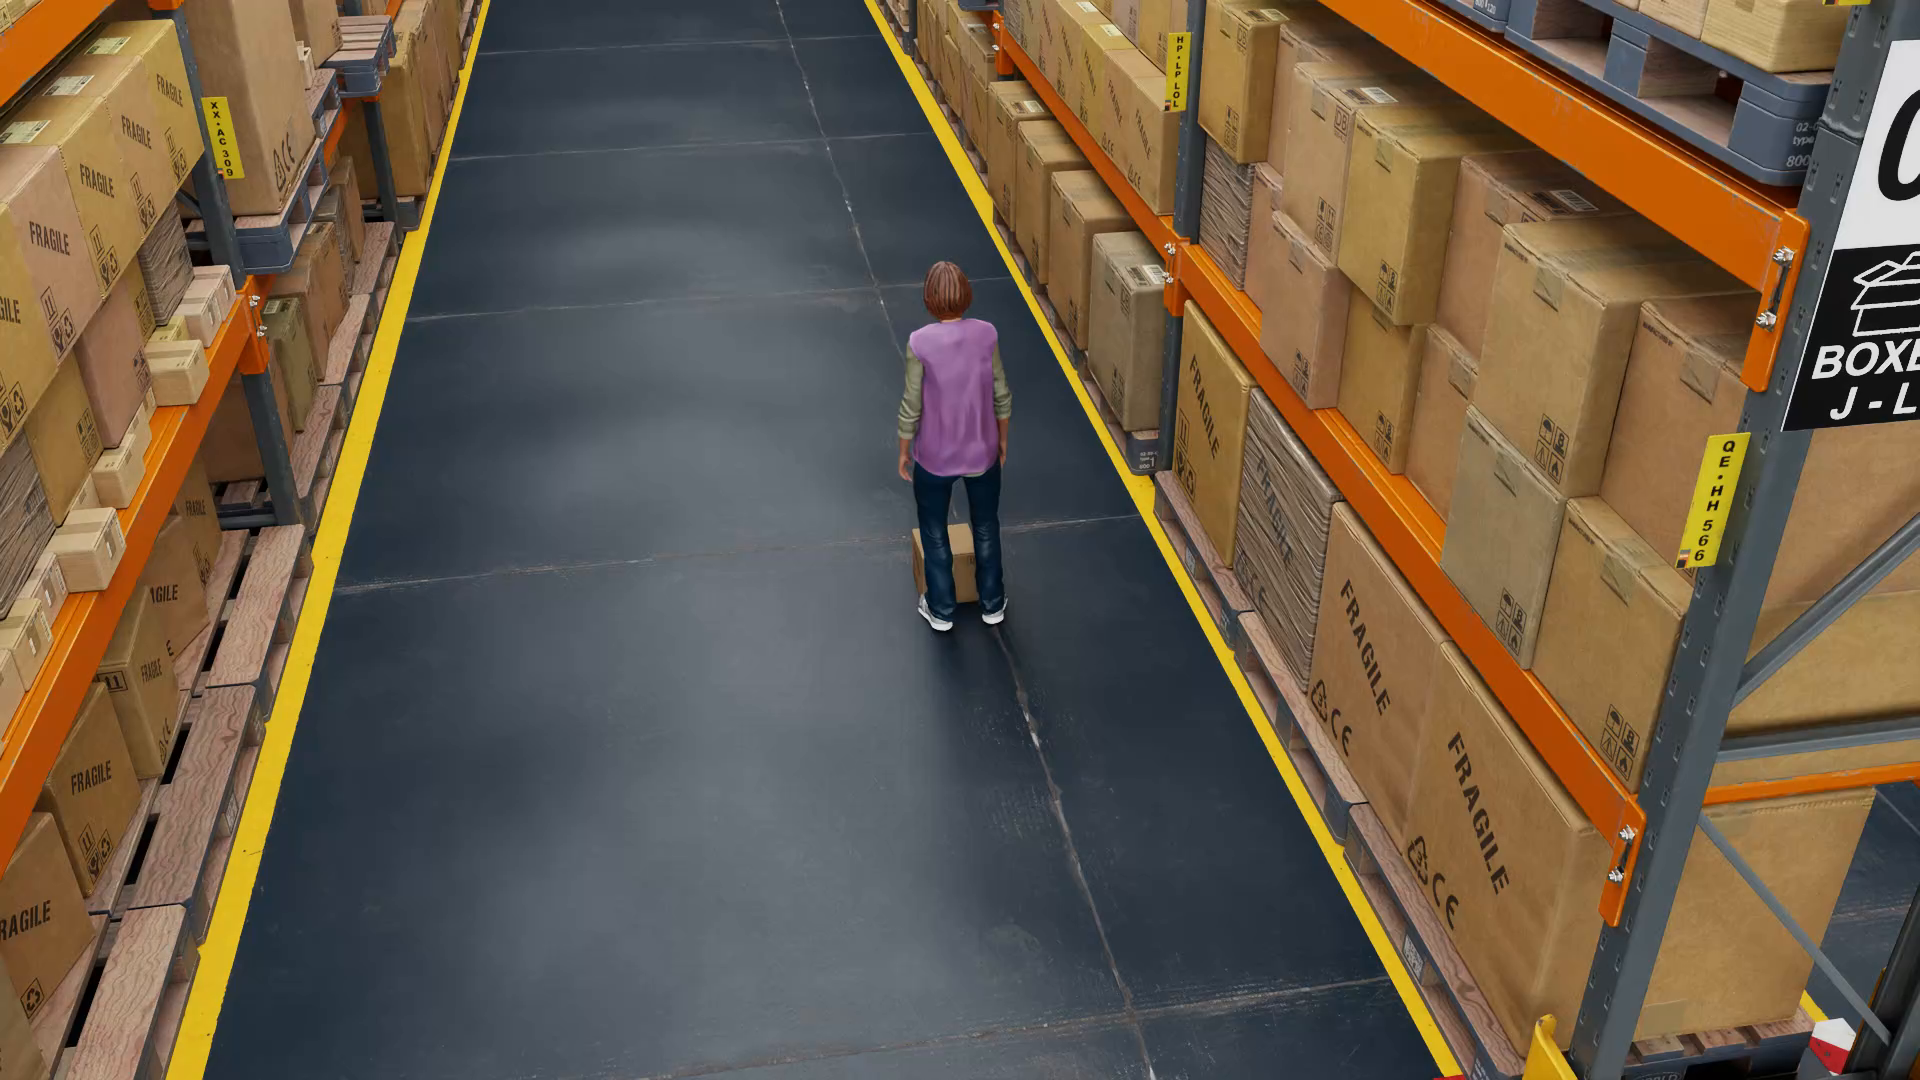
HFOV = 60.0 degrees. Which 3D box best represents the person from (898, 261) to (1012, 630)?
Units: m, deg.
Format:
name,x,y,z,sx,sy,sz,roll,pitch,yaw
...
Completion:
name,x,y,z,sx,sy,sz,roll,pitch,yaw
person,-0.015,-0.343,6.722,0.485,1.582,0.342,-7,32,-12
